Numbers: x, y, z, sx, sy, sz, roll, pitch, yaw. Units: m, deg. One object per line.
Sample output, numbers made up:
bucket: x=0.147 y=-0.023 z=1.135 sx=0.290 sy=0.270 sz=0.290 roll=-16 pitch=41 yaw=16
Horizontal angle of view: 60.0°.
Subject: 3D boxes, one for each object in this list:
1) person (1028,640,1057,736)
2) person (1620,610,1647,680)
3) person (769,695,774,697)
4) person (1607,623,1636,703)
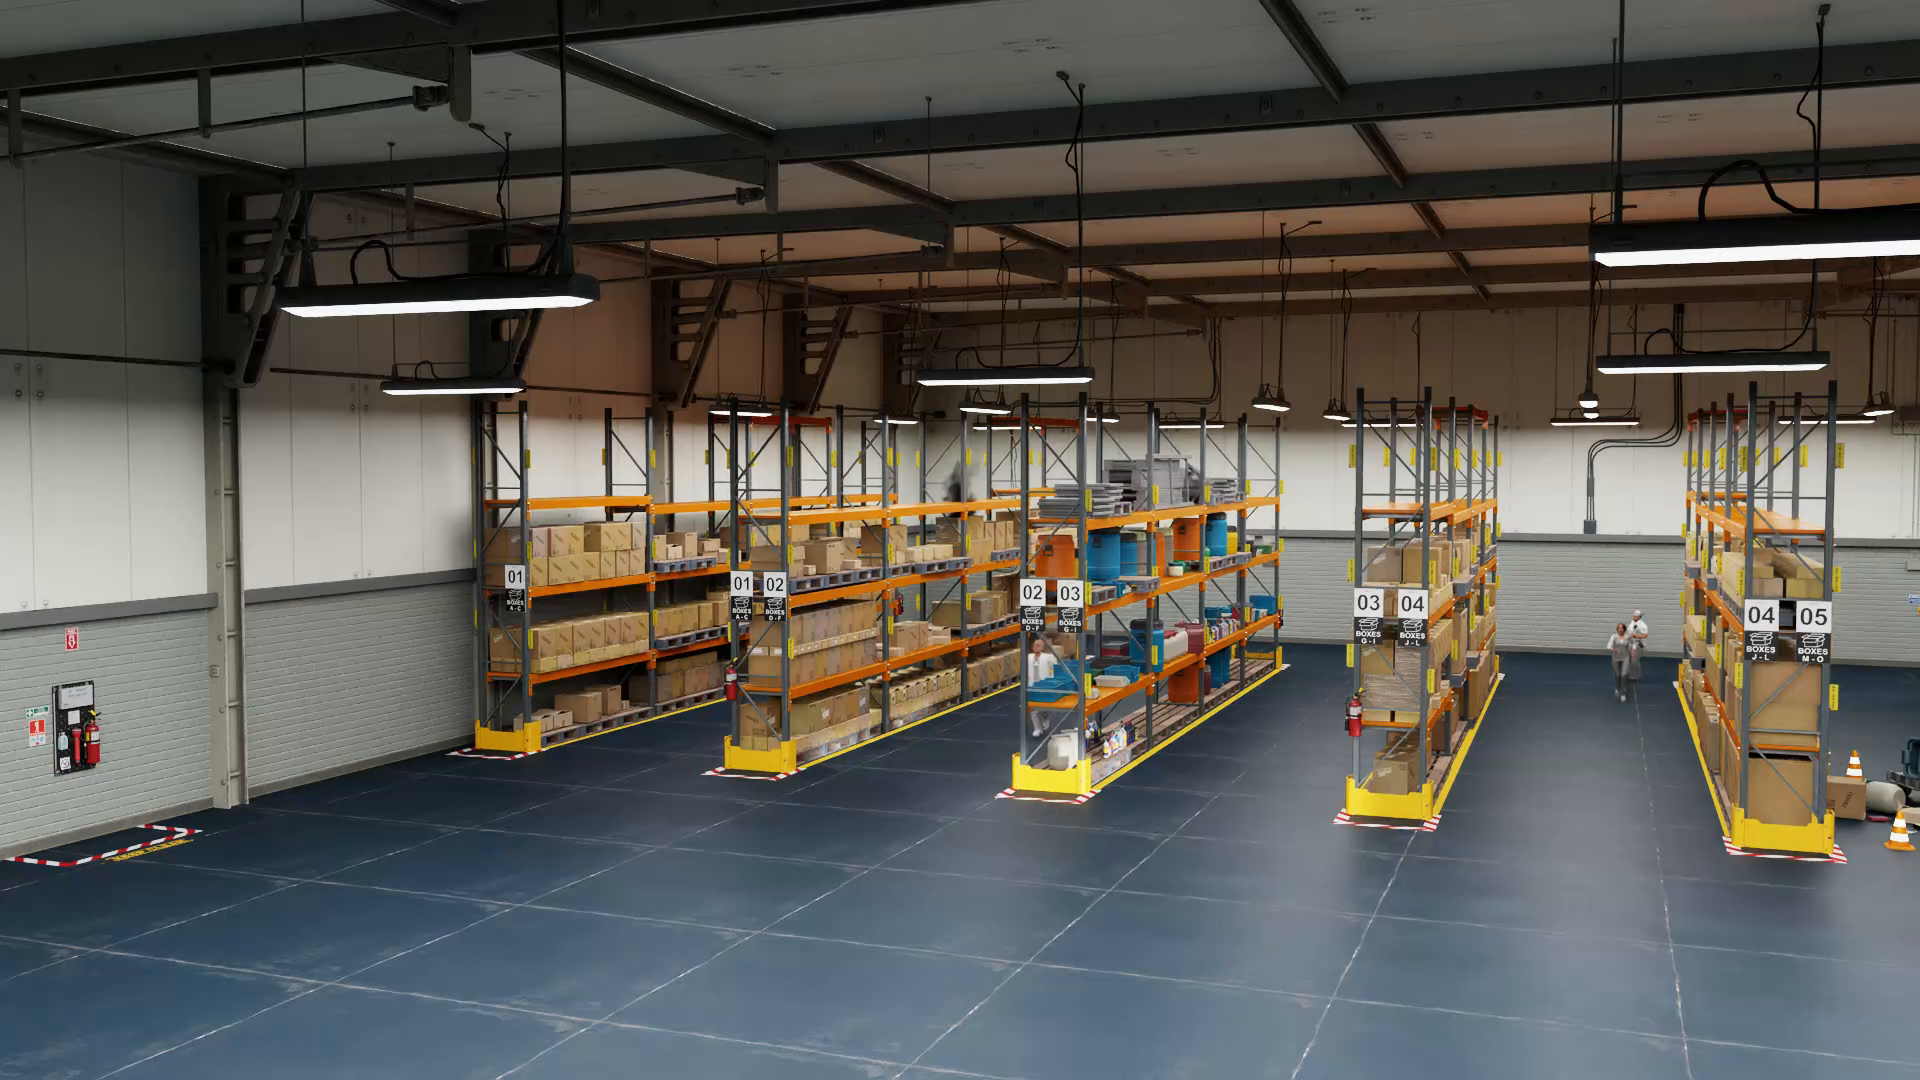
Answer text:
person: x=1.404 y=2.674 z=30.018 sx=0.707 sy=1.736 sz=0.633 roll=1 pitch=3 yaw=20
person: x=15.220 y=2.398 z=37.469 sx=0.597 sy=1.665 sz=0.740 roll=-1 pitch=3 yaw=-20
person: x=-3.403 y=2.676 z=31.266 sx=0.574 sy=1.602 sz=0.587 roll=1 pitch=3 yaw=20
person: x=13.704 y=2.529 z=34.466 sx=0.558 sy=1.652 sz=0.726 roll=1 pitch=3 yaw=24
